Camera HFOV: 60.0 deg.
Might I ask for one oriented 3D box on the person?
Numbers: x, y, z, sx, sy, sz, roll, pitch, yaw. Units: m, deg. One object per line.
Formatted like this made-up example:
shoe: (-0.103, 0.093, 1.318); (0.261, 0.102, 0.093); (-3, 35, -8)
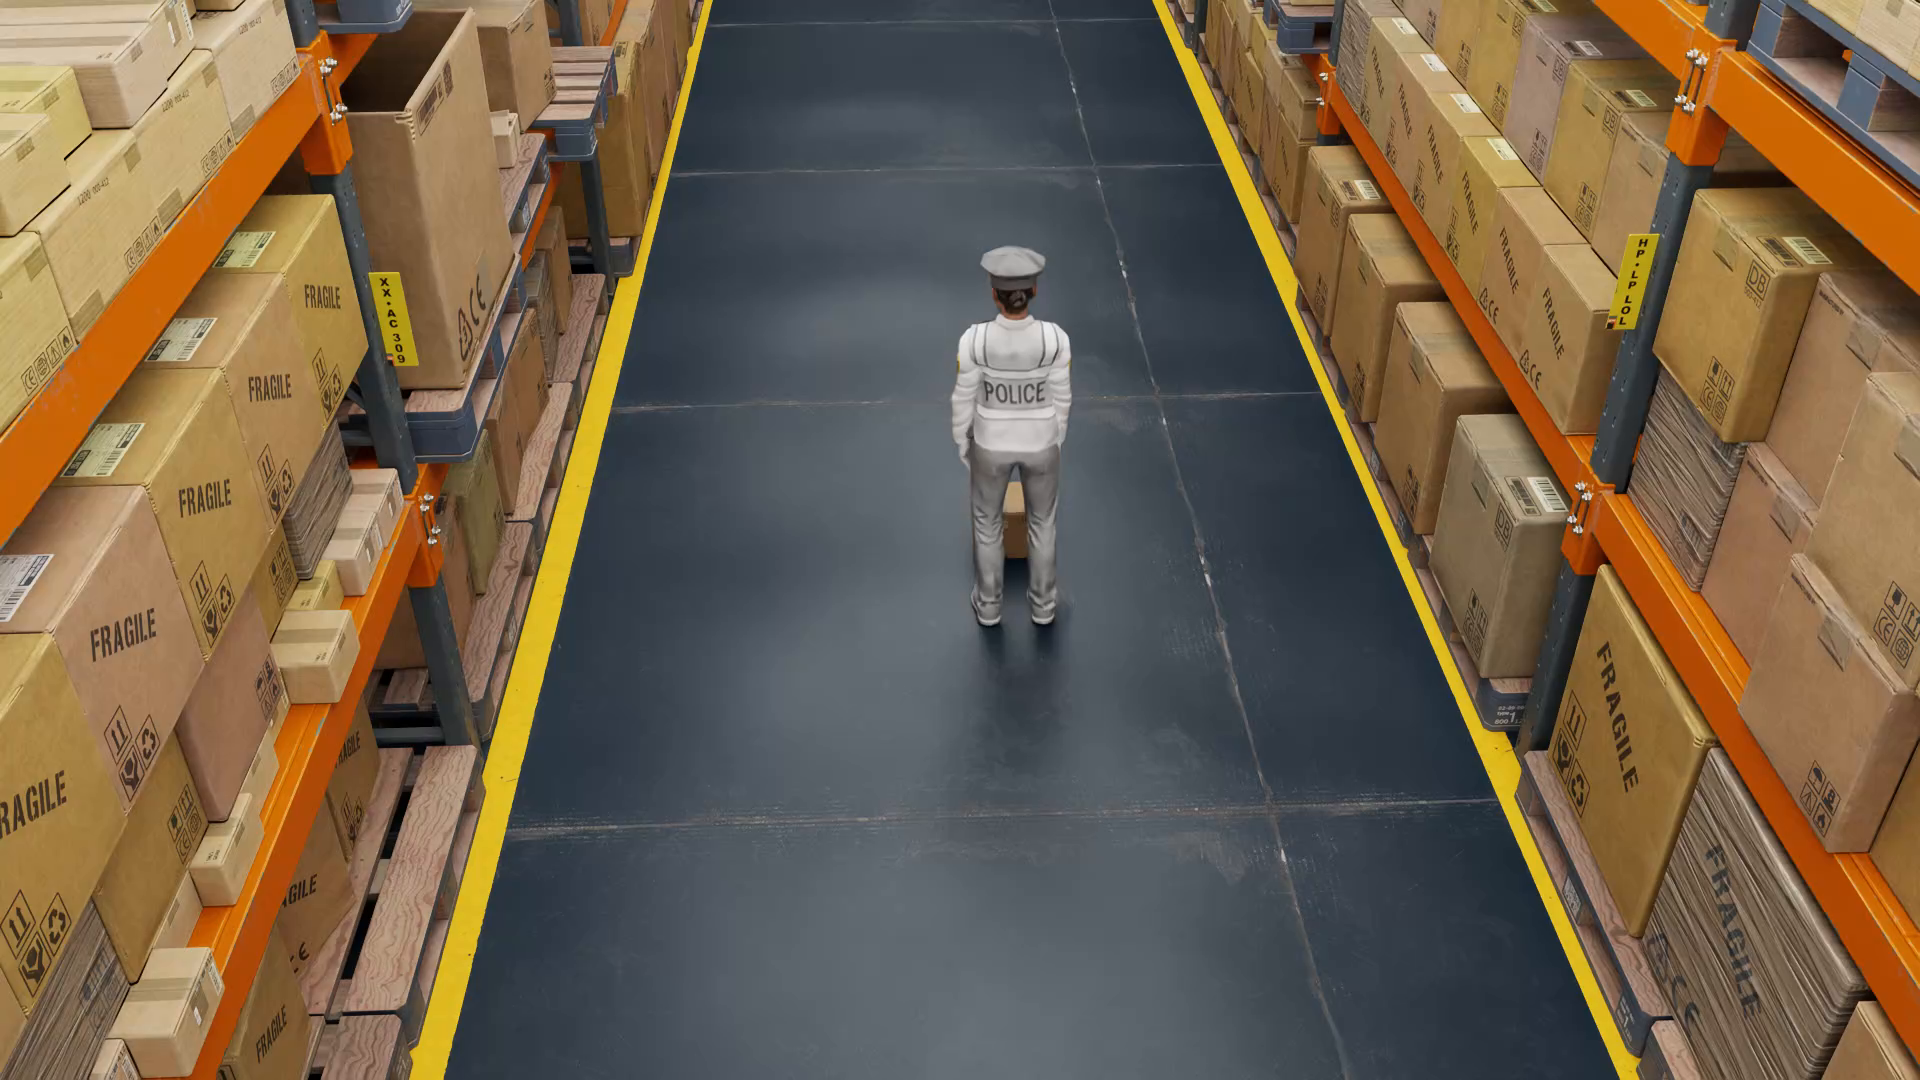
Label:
person: (0.201, -0.382, 6.690); (0.471, 1.662, 0.327); (-1, 35, -1)
